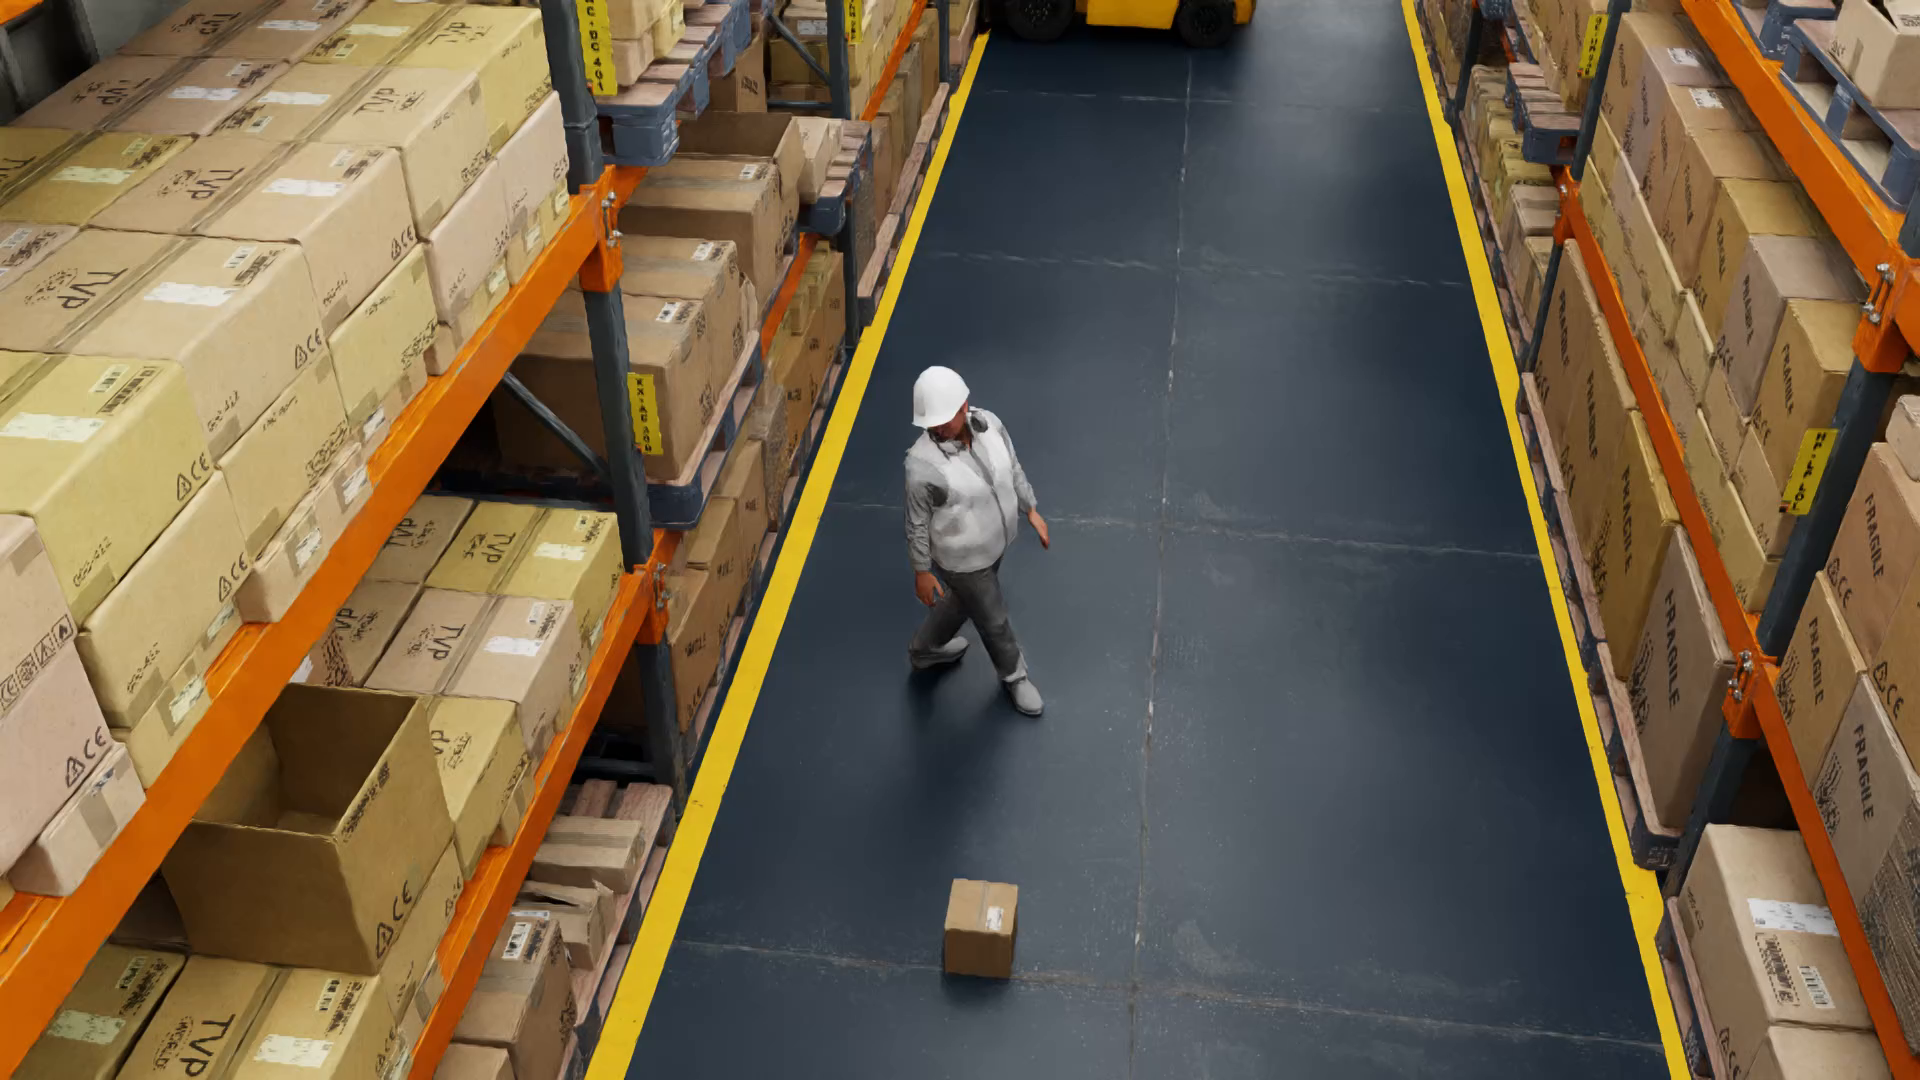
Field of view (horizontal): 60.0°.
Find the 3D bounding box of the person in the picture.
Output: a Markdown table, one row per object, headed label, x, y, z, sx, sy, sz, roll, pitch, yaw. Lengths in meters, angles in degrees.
| label | x | y | z | sx | sy | sz | roll | pitch | yaw |
| --- | --- | --- | --- | --- | --- | --- | --- | --- | --- |
| person | 0.051 | 0.010 | 7.035 | 0.681 | 1.732 | 0.573 | 18 | 40 | 23 |
